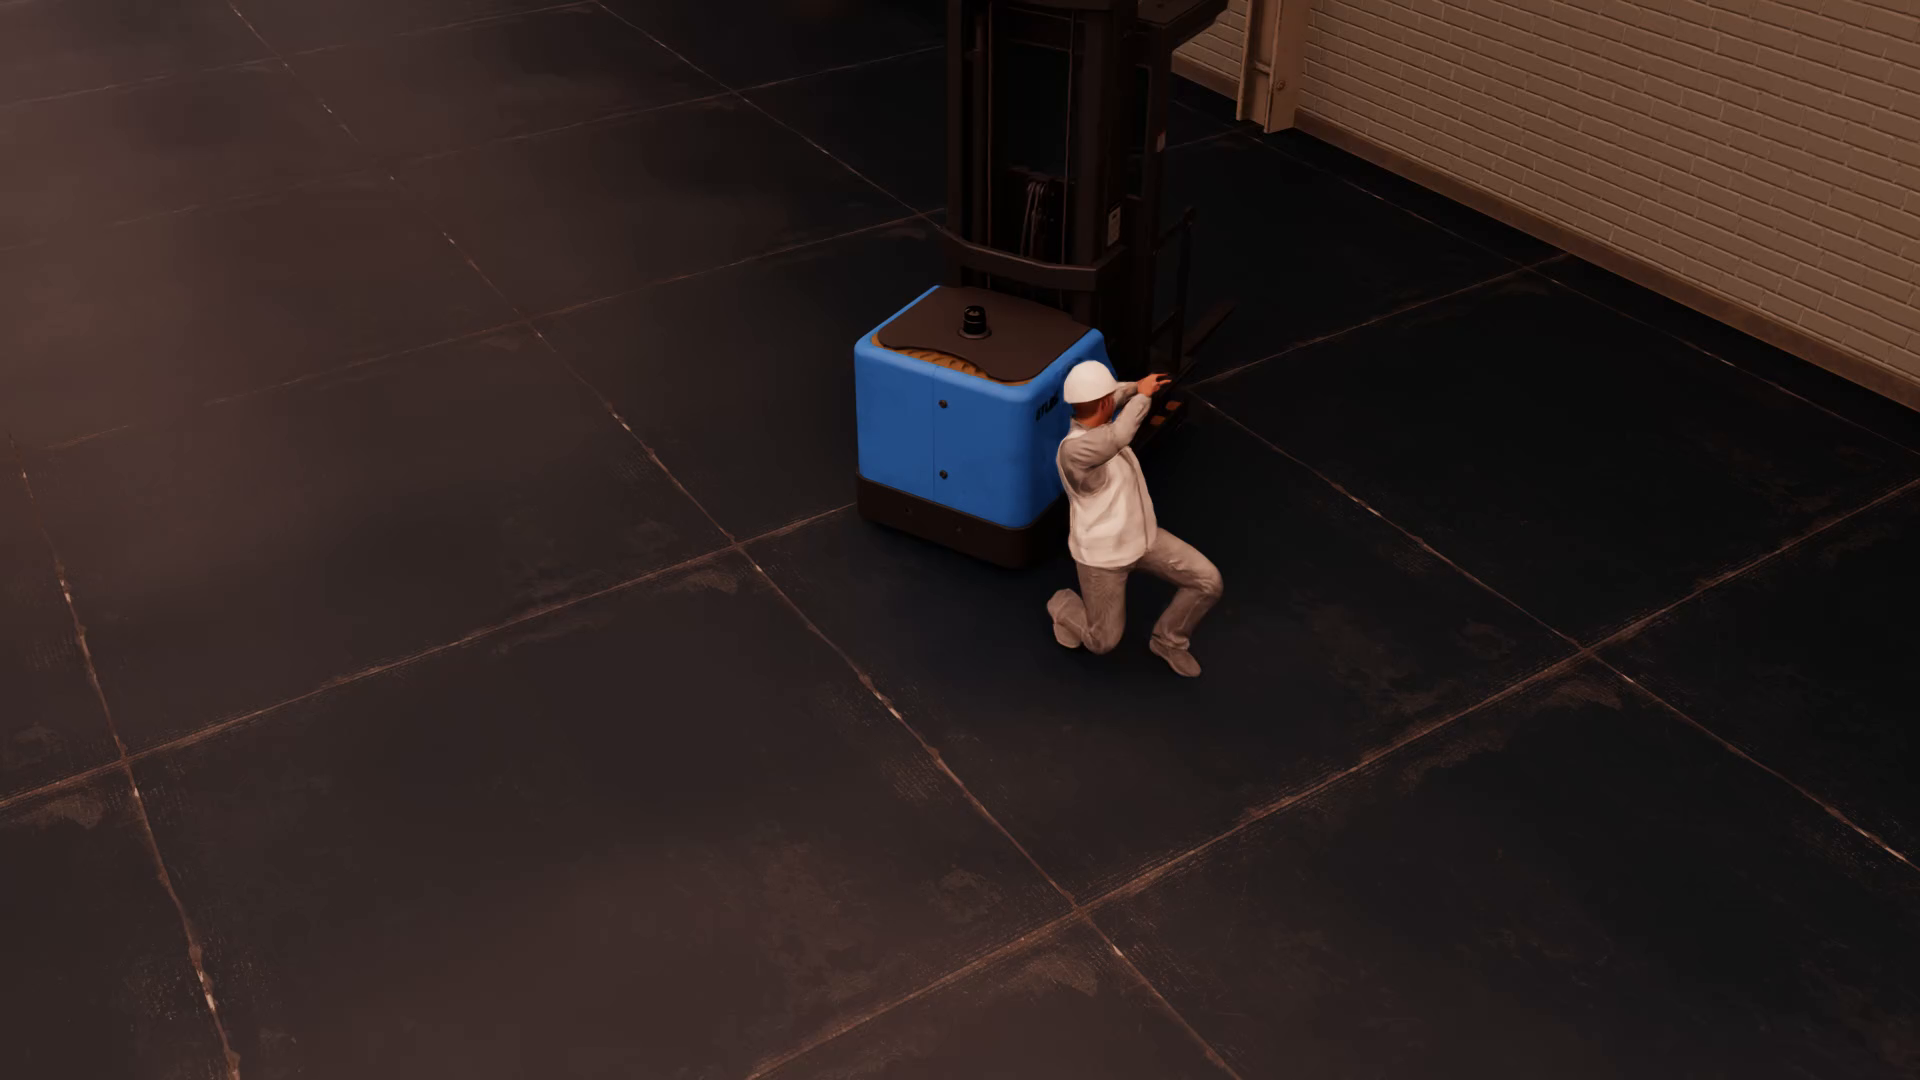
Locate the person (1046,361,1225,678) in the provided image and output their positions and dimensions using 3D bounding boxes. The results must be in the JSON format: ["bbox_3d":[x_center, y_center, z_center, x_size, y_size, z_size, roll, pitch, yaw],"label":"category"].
[{"bbox_3d":[0.916,-0.157,7.657,0.896,1.486,1.043,23,41,29],"label":"person"}]

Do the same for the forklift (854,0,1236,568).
[{"bbox_3d":[0.658,-1.872,8.812,1.130,2.935,3.031,19,40,25],"label":"forklift"}]
